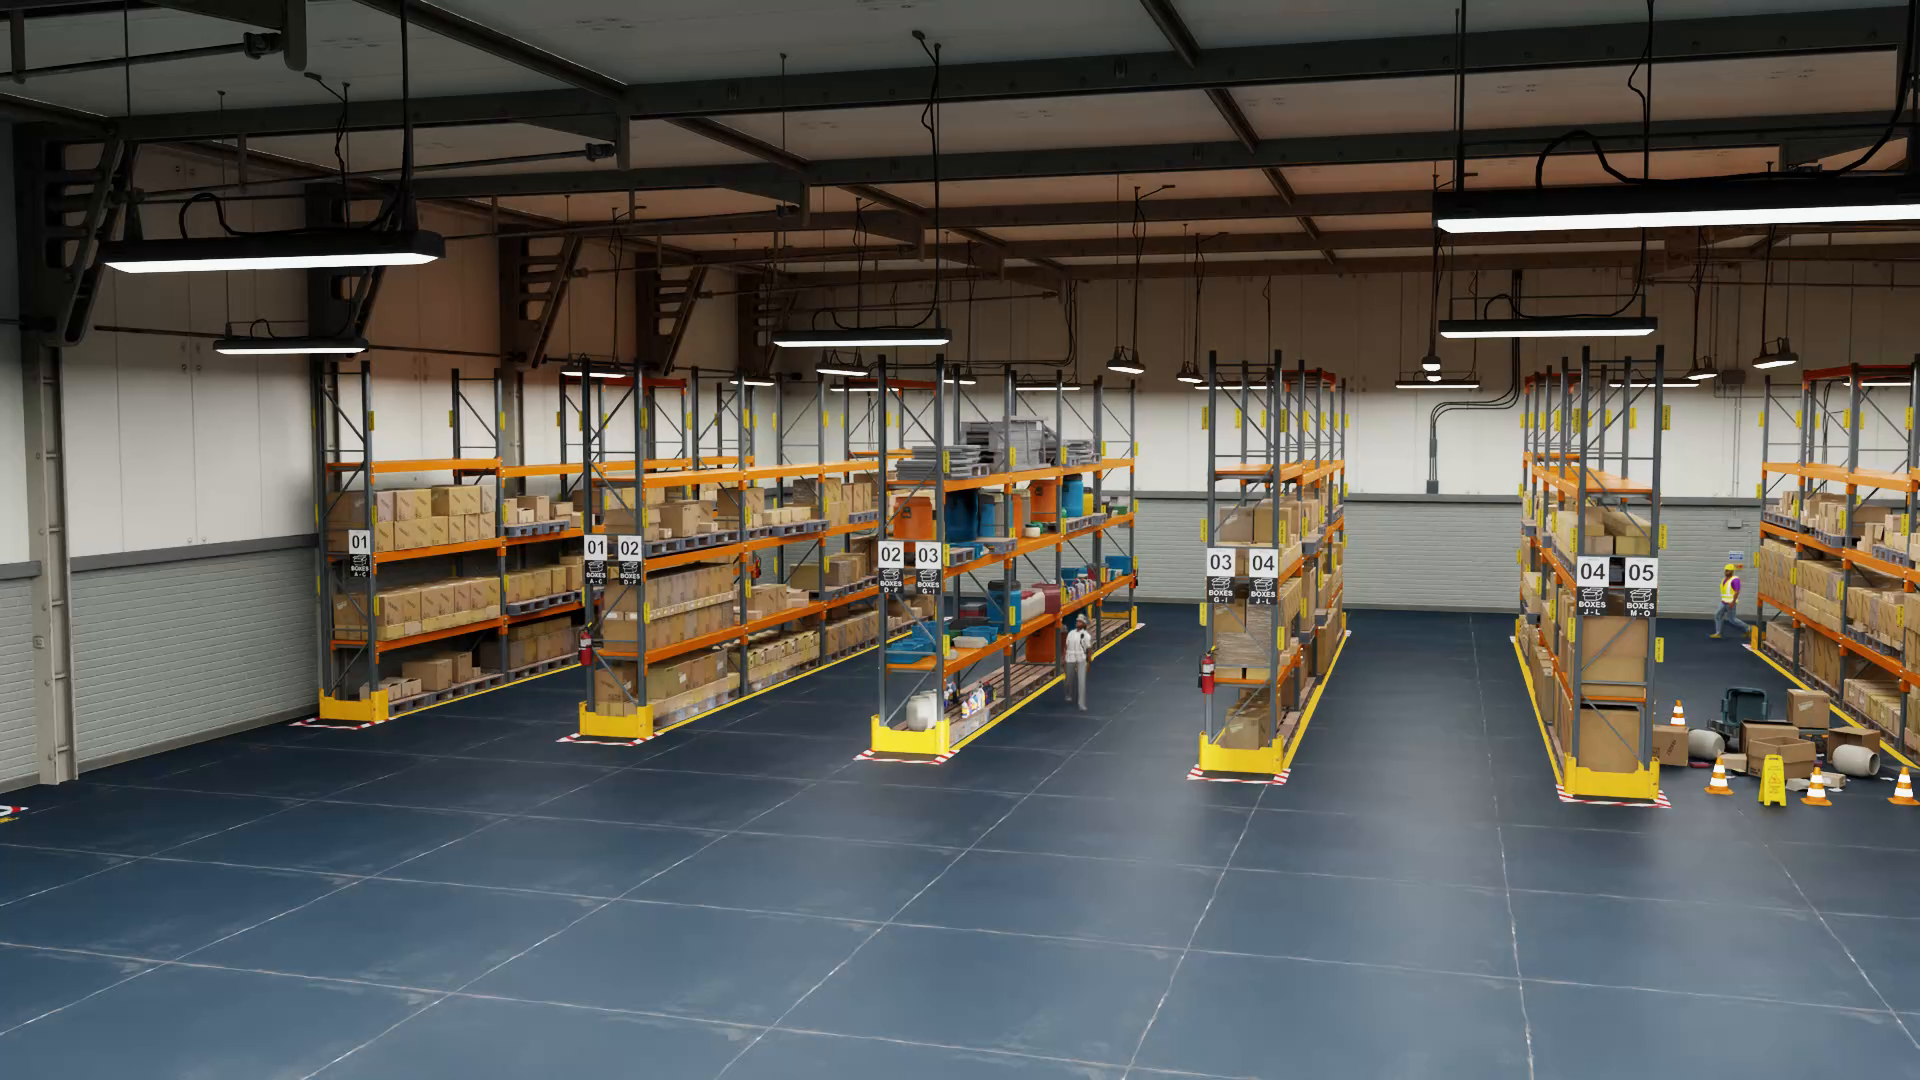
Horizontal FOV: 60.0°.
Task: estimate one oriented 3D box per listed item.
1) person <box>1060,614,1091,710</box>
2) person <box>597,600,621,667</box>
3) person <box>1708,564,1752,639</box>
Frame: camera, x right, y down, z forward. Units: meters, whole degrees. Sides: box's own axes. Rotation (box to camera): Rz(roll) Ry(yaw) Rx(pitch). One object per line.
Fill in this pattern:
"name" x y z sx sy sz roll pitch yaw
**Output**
"person" 1.999 2.101 28.908 0.555 1.638 0.911 0 4 -2
"person" -6.842 1.776 32.642 0.550 1.738 1.024 0 4 6
"person" 17.653 1.413 38.079 0.928 1.722 0.614 0 4 7
